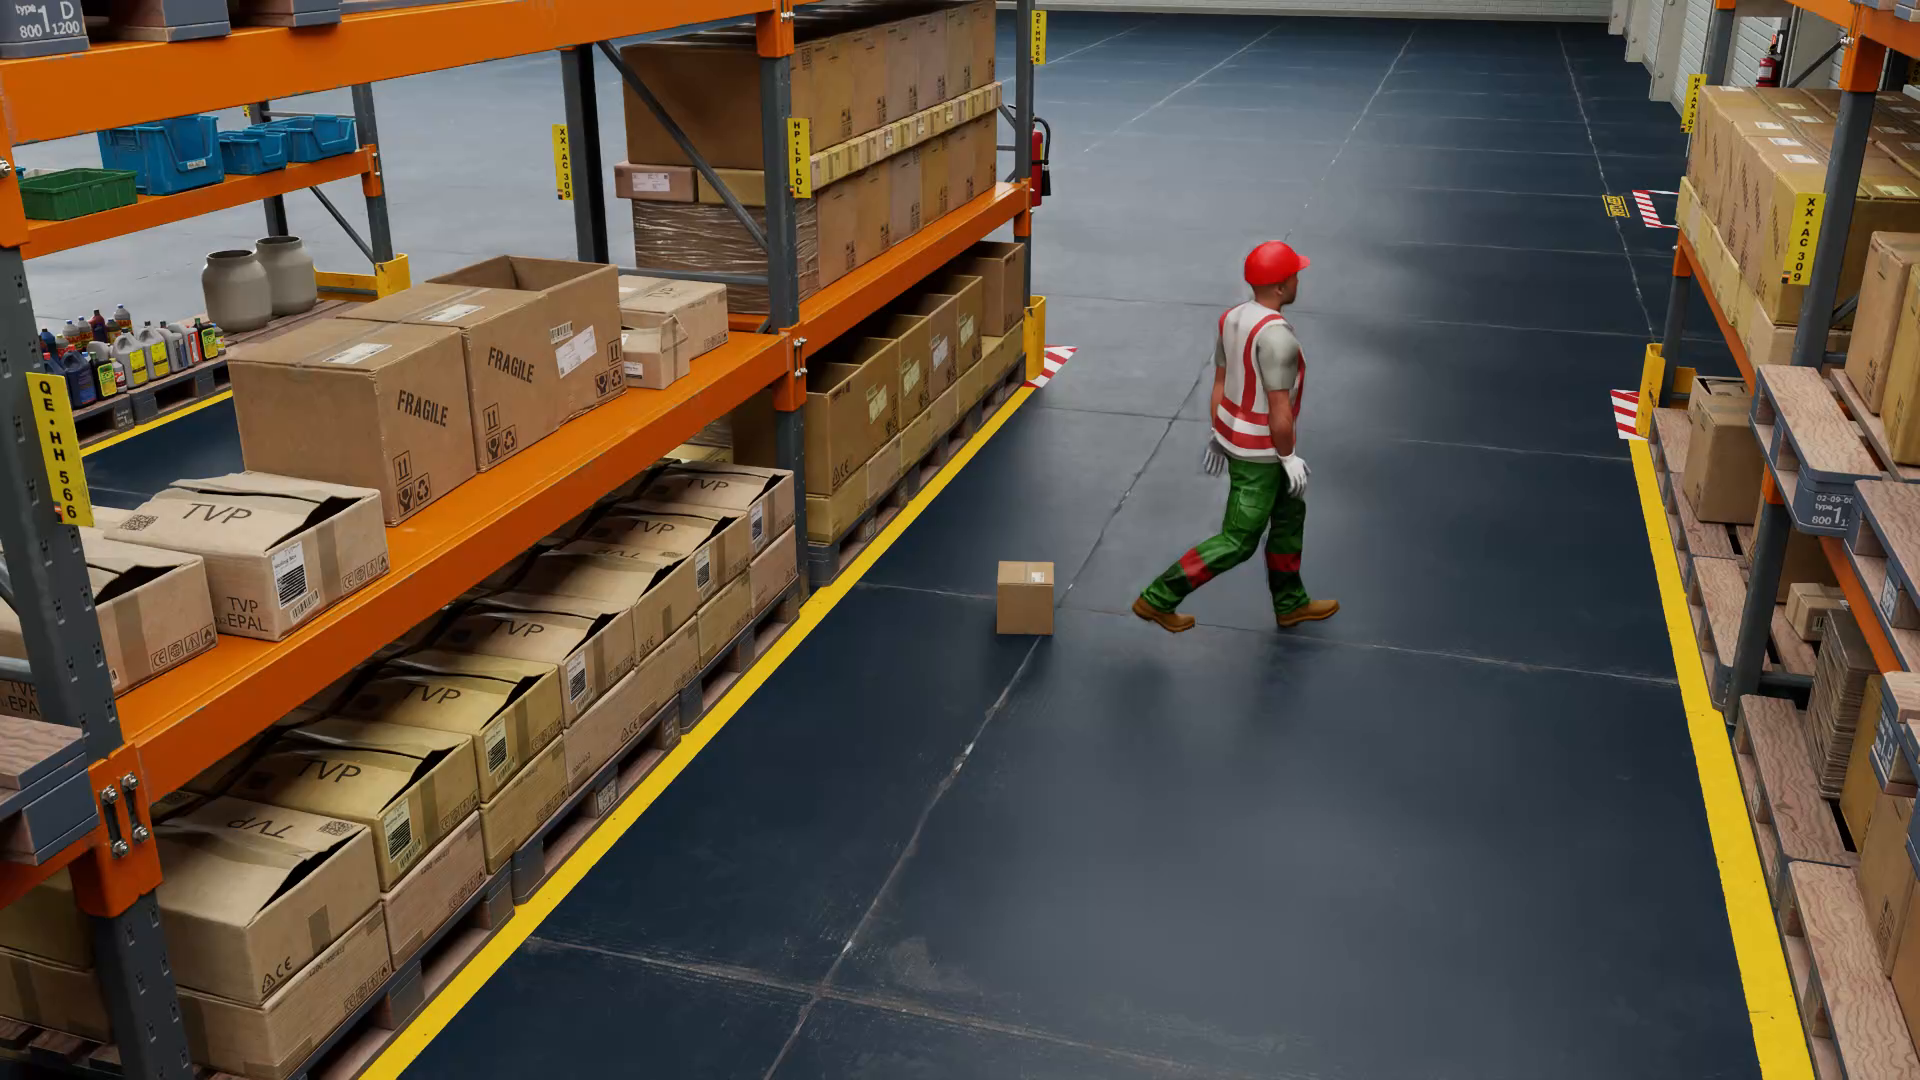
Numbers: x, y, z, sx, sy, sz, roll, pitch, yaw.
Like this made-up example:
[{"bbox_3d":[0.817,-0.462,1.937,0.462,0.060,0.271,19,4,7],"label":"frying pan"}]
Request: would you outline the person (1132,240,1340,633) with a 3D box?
[{"bbox_3d":[1.224,-0.398,7.059,1.012,1.752,0.522,-4,22,-9],"label":"person"}]
